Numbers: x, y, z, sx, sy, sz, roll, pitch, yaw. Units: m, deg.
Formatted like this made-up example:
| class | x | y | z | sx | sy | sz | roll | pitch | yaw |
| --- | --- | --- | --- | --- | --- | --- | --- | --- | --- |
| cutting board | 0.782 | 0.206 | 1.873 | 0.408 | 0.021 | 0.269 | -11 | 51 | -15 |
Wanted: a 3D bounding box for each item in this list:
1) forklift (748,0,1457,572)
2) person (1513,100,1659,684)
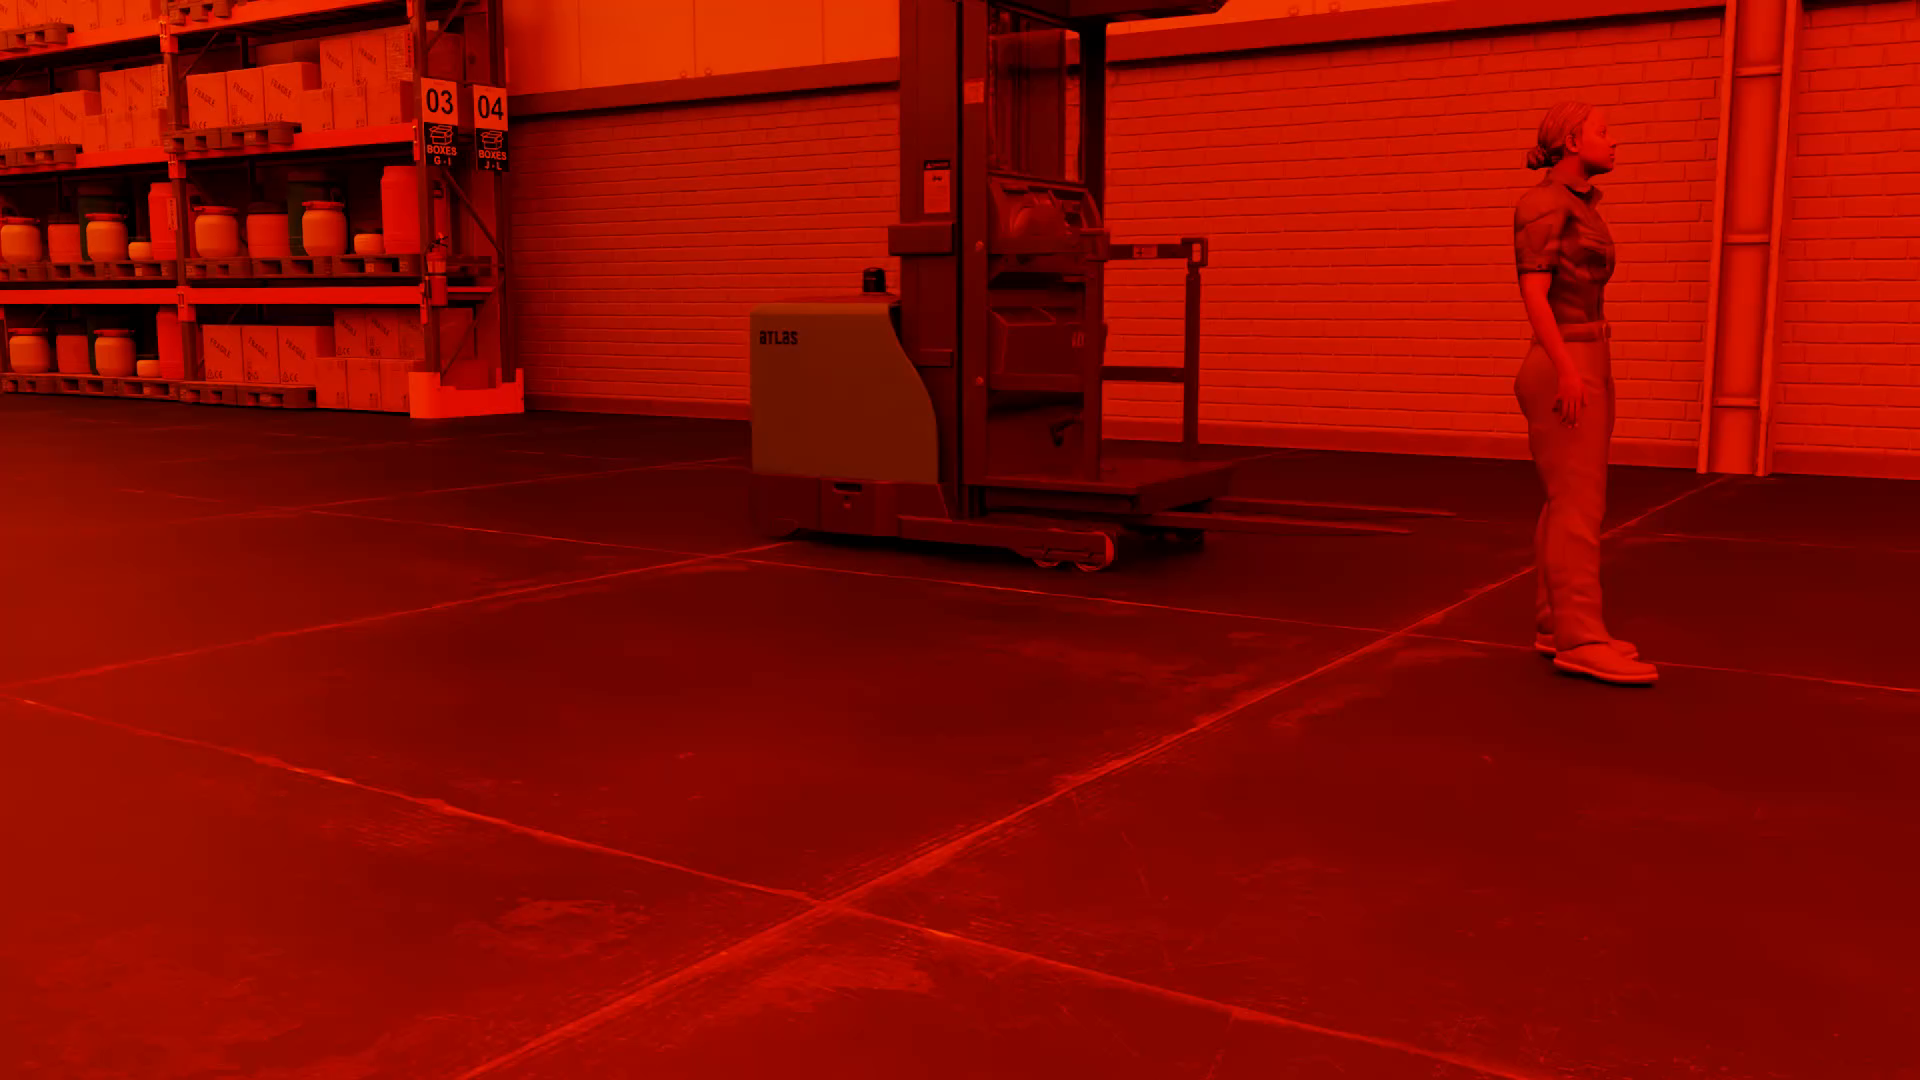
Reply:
| class | x | y | z | sx | sy | sz | roll | pitch | yaw |
| --- | --- | --- | --- | --- | --- | --- | --- | --- | --- |
| forklift | 0.556 | -1.407 | 7.085 | 3.031 | 2.935 | 1.130 | 5 | 9 | 31 |
| person | 1.876 | -0.456 | 4.889 | 0.503 | 1.655 | 0.567 | 5 | 10 | 32 |
